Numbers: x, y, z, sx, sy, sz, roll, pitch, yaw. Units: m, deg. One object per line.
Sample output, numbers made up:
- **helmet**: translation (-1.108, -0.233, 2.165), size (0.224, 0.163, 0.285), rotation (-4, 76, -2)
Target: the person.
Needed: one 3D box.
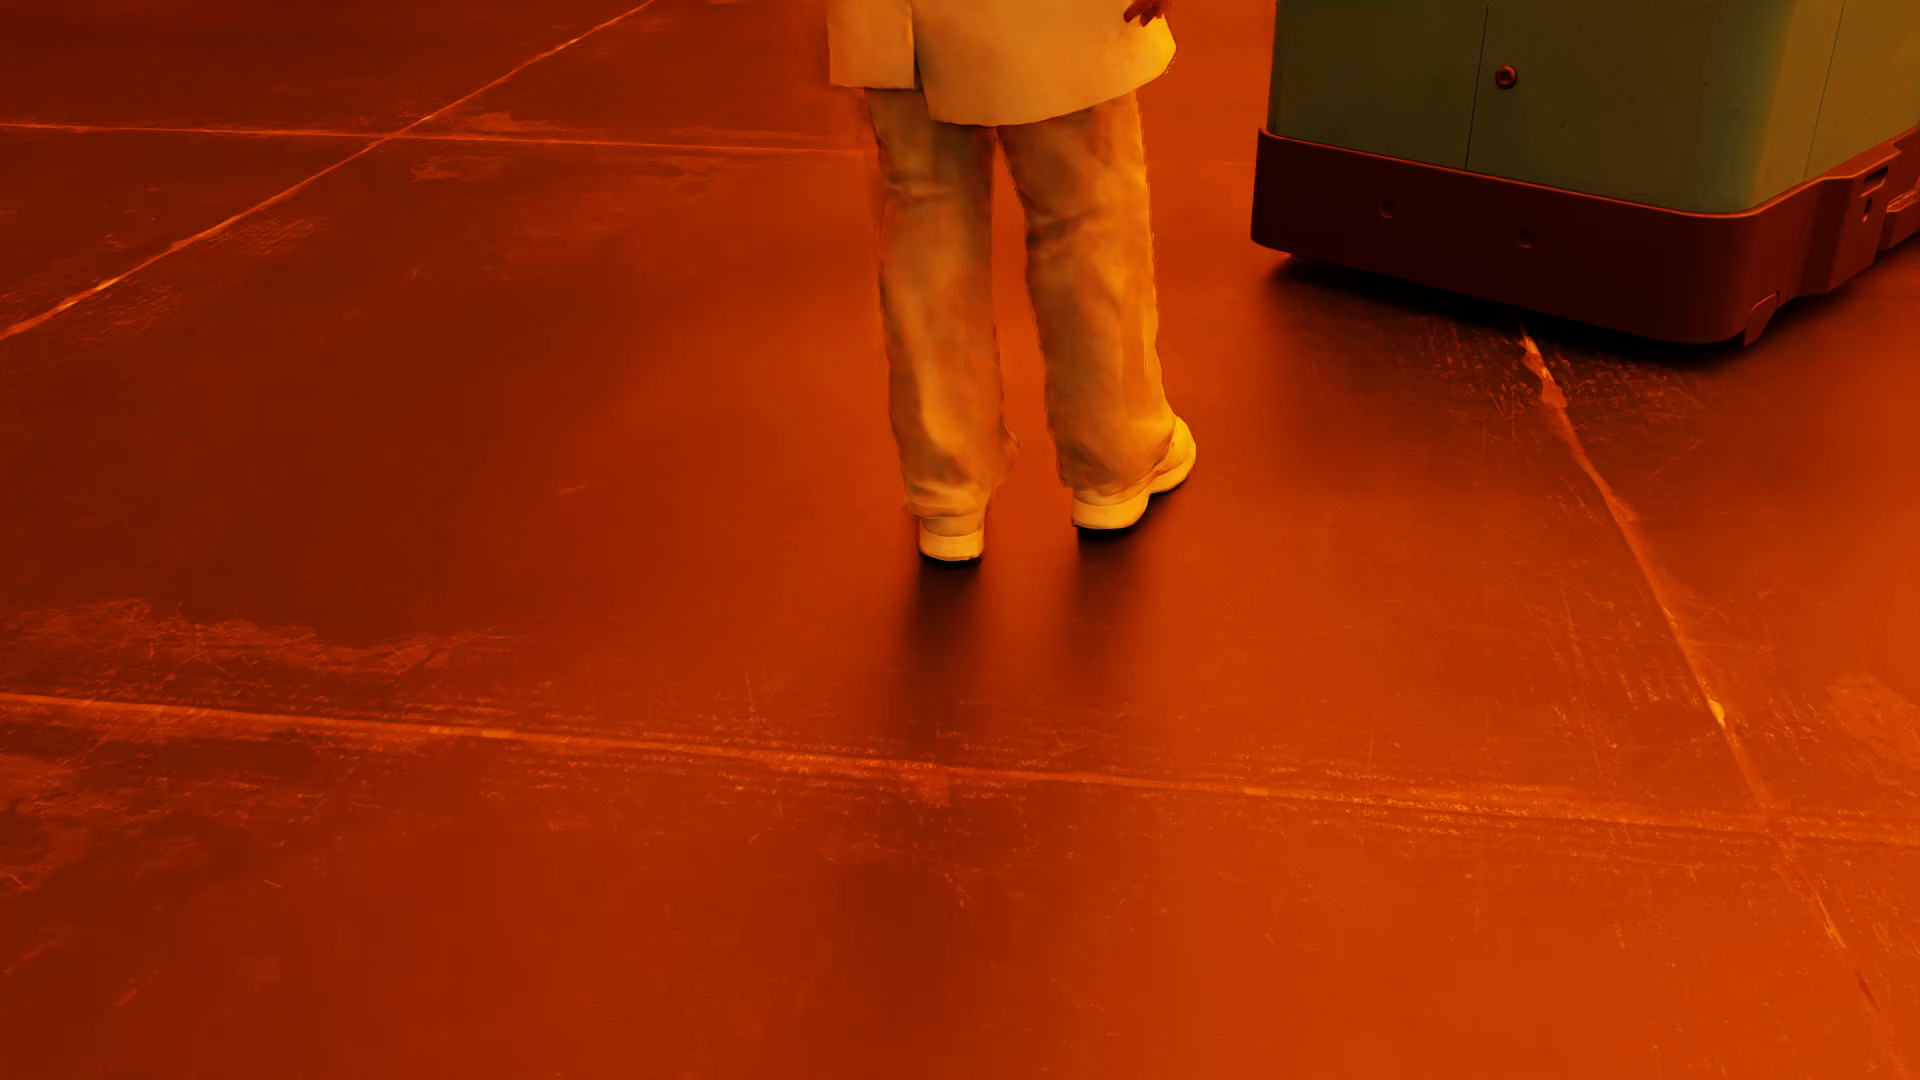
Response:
- **person**: translation (0.096, -0.846, 2.196), size (0.697, 1.778, 0.667), rotation (23, 35, 38)

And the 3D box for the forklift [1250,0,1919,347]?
- **forklift**: translation (2.021, -2.239, 3.704), size (1.130, 2.935, 3.031), rotation (23, 35, 38)
